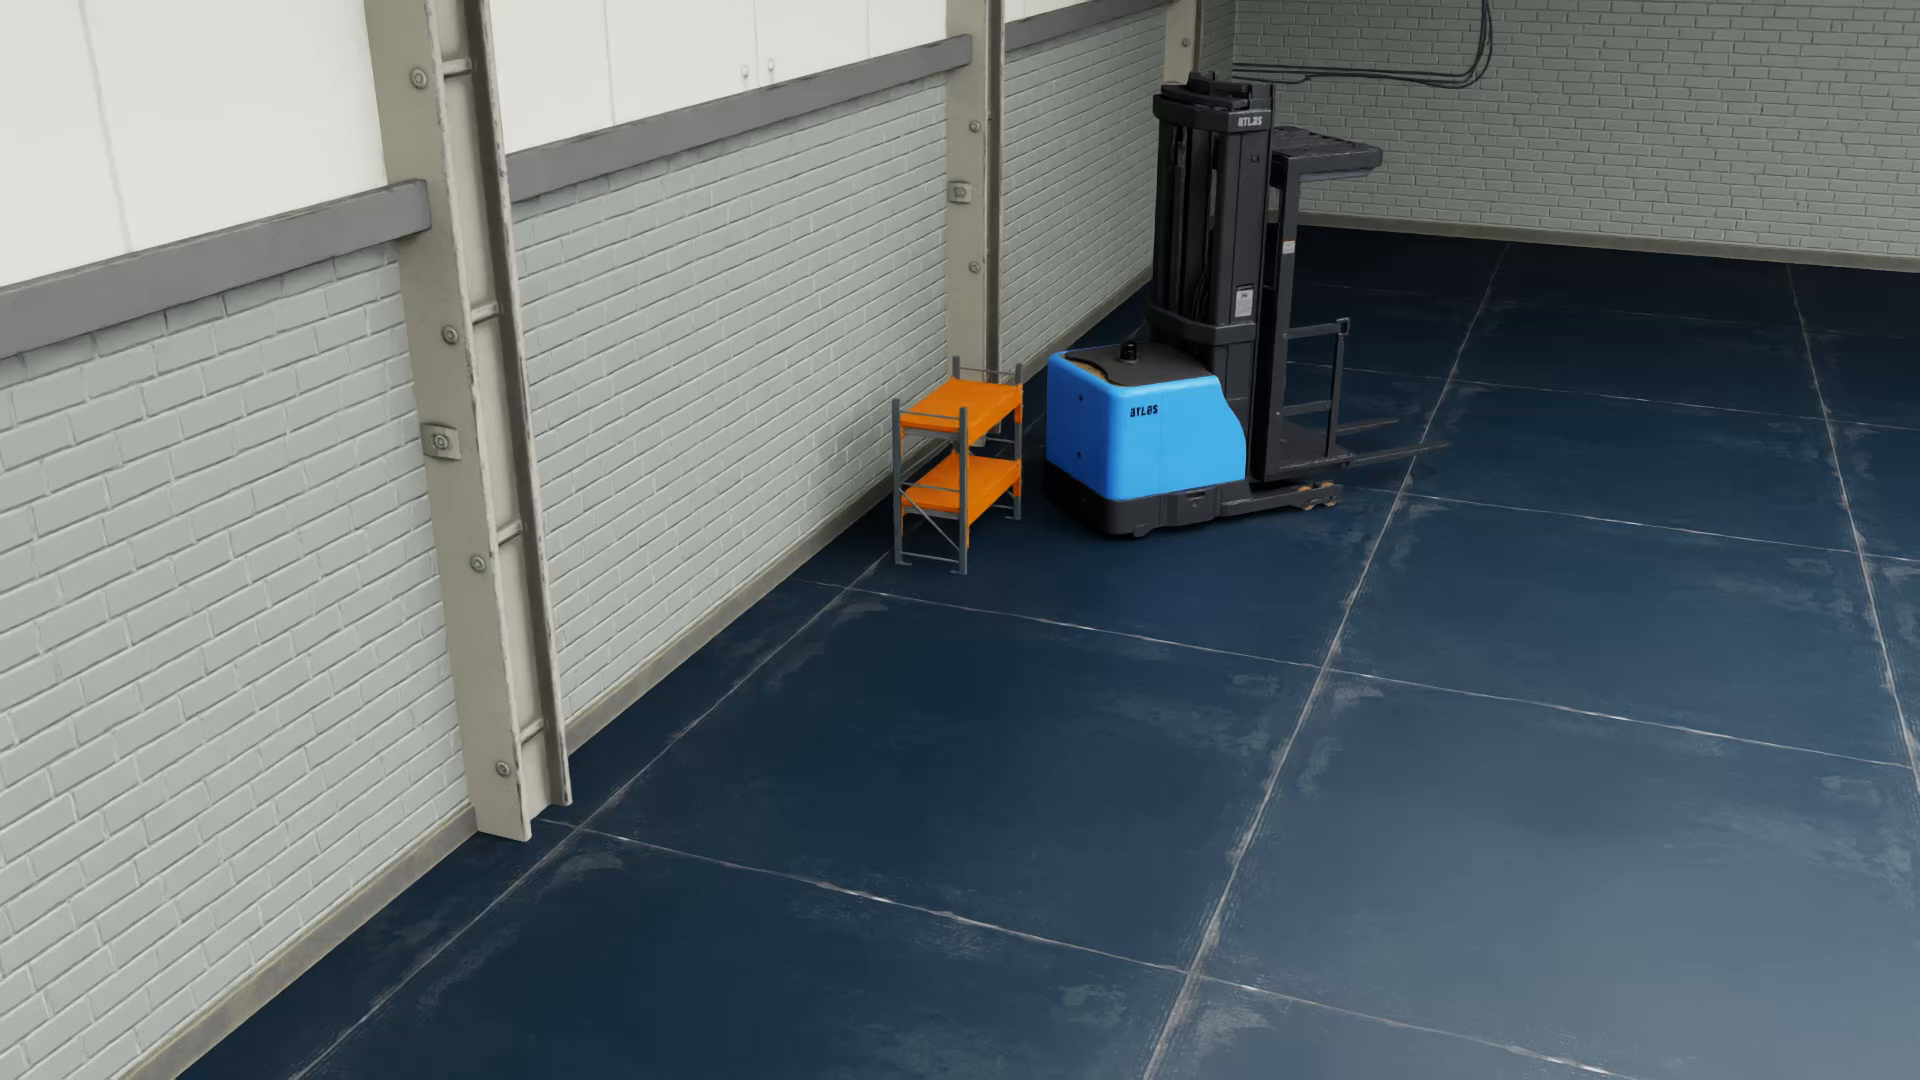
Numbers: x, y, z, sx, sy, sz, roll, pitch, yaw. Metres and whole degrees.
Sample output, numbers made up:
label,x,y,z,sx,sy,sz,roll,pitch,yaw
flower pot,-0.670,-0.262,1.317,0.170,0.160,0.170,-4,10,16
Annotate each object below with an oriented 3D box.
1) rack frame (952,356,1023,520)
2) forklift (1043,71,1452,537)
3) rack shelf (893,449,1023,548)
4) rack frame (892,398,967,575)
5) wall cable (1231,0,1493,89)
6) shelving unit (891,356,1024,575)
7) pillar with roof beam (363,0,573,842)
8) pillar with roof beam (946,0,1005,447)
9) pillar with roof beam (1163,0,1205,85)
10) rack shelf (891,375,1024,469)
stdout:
label,x,y,z,sx,sy,sz,roll,pitch,yaw
rack frame,0.186,-0.699,11.463,0.500,1.125,0.032,9,24,20
forklift,2.157,-1.737,11.607,3.031,2.935,1.130,-10,25,-23
rack shelf,-0.003,-0.291,11.122,0.538,0.278,1.000,9,24,20
rack frame,-0.191,-0.335,10.592,0.500,1.125,0.032,9,24,20
wall cable,4.661,-6.547,19.277,3.097,2.526,0.112,9,24,20
shelving unit,-0.003,-0.517,11.027,0.538,1.125,1.048,9,24,20
pillar with roof beam,1.879,-2.204,4.852,9.100,9.000,0.400,9,24,20
pillar with roof beam,4.108,-4.351,9.992,9.100,9.000,0.400,9,24,20
pillar with roof beam,6.336,-6.499,15.132,9.100,9.000,0.400,9,24,20
rack shelf,-0.003,-0.787,10.915,0.538,0.278,1.000,9,24,20
